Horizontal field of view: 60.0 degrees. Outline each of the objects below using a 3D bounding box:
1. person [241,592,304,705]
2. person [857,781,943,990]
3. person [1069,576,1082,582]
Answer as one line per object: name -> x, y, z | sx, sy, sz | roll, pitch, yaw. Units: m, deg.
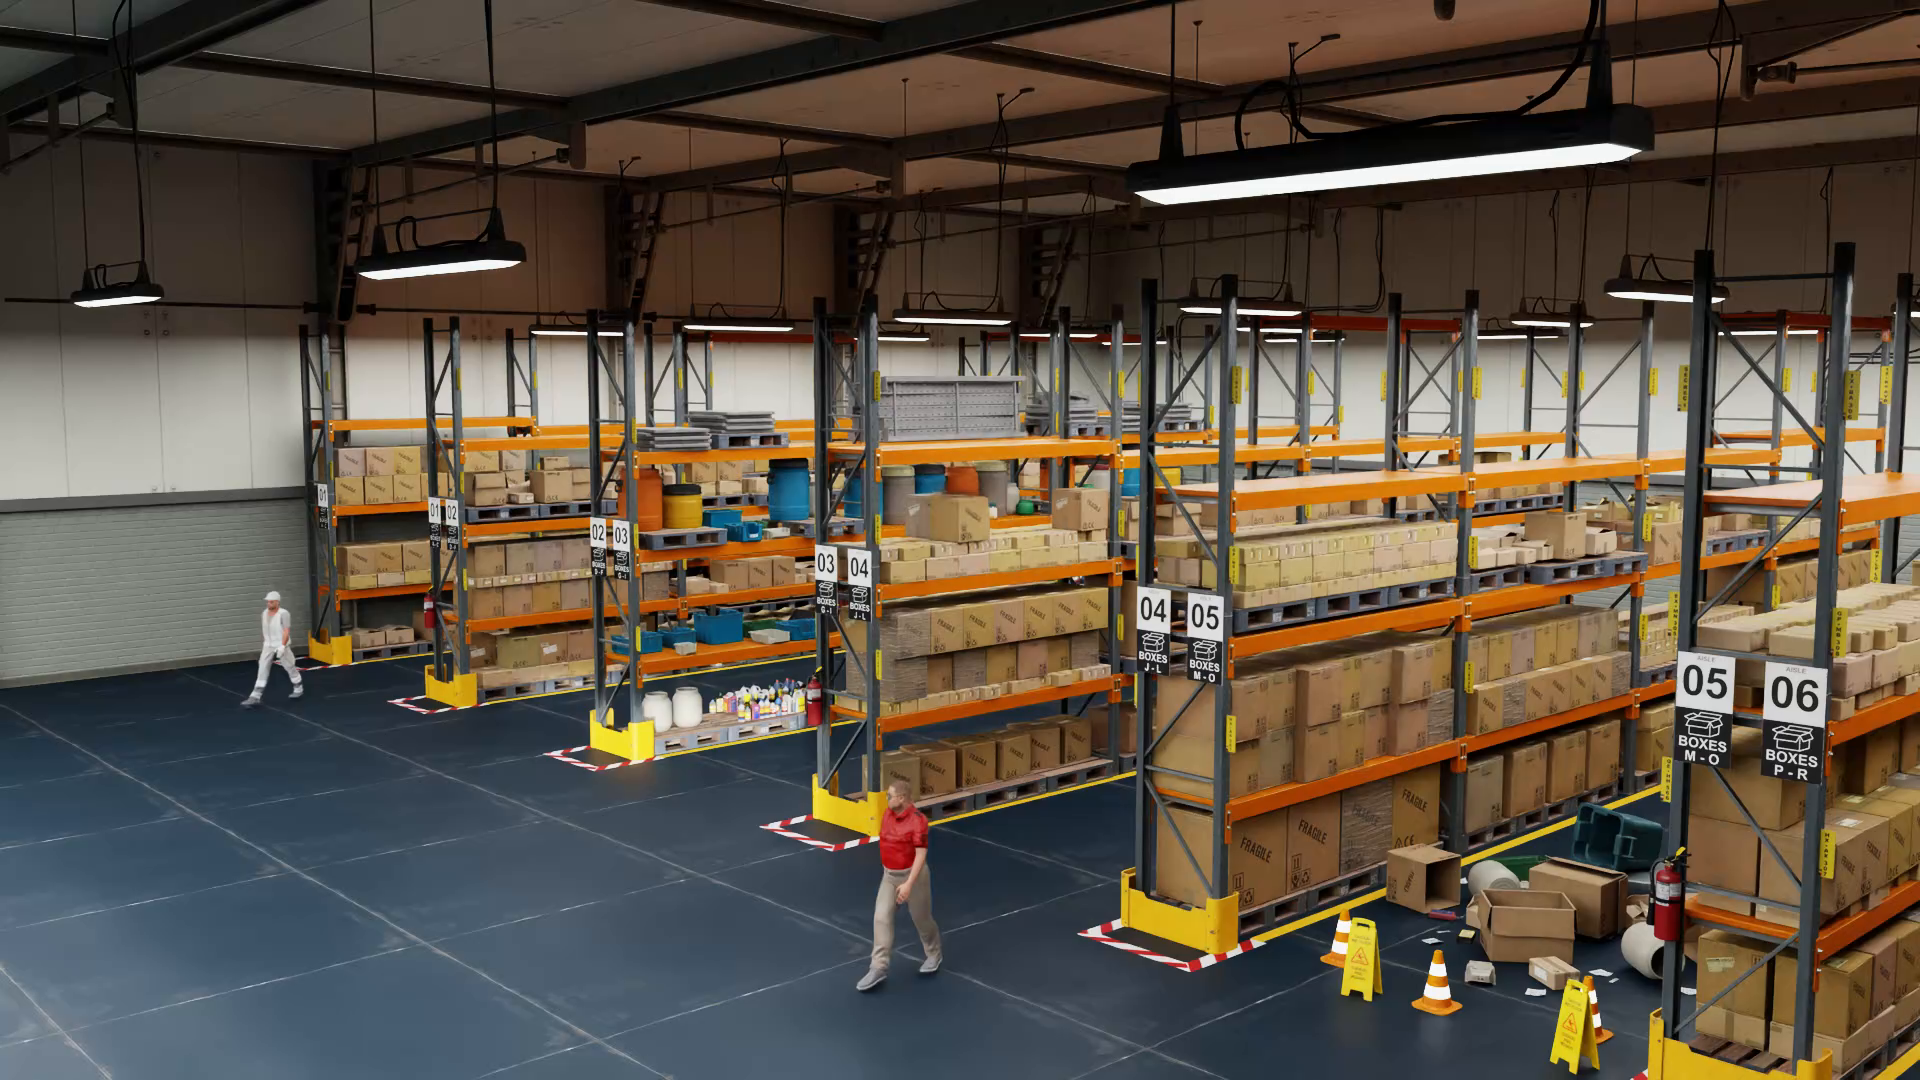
person -> -10.682, 1.656, 25.856 | 0.608, 1.721, 1.049 | 2, 6, 22
person -> -0.514, 2.881, 14.097 | 0.563, 1.691, 0.932 | 5, 7, 38
person -> 2.144, 1.185, 30.851 | 0.646, 1.710, 1.081 | 6, 8, 44
